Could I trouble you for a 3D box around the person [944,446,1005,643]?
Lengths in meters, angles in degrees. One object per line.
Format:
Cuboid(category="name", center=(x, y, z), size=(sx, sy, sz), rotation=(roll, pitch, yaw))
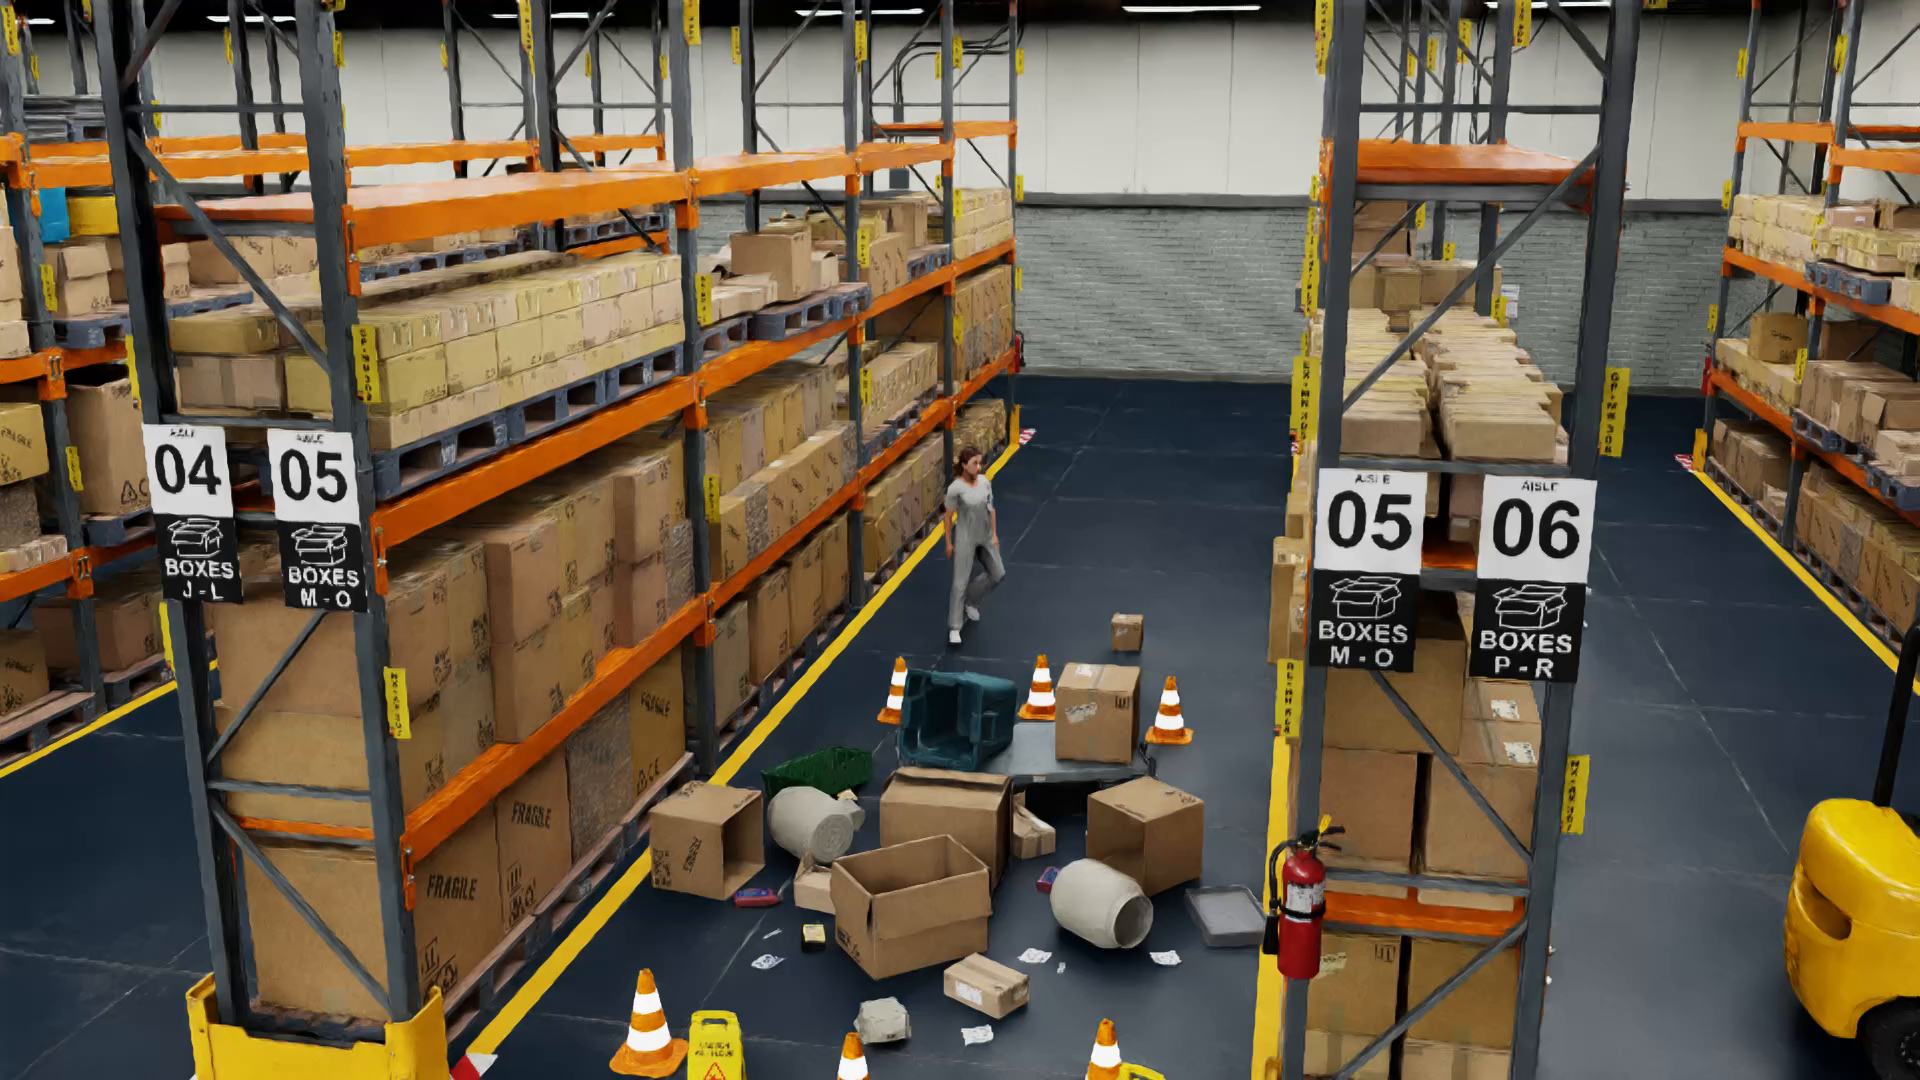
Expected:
Cuboid(category="person", center=(0.048, 0.002, 14.450), size=(0.602, 1.663, 0.585), rotation=(-10, 18, -33))
